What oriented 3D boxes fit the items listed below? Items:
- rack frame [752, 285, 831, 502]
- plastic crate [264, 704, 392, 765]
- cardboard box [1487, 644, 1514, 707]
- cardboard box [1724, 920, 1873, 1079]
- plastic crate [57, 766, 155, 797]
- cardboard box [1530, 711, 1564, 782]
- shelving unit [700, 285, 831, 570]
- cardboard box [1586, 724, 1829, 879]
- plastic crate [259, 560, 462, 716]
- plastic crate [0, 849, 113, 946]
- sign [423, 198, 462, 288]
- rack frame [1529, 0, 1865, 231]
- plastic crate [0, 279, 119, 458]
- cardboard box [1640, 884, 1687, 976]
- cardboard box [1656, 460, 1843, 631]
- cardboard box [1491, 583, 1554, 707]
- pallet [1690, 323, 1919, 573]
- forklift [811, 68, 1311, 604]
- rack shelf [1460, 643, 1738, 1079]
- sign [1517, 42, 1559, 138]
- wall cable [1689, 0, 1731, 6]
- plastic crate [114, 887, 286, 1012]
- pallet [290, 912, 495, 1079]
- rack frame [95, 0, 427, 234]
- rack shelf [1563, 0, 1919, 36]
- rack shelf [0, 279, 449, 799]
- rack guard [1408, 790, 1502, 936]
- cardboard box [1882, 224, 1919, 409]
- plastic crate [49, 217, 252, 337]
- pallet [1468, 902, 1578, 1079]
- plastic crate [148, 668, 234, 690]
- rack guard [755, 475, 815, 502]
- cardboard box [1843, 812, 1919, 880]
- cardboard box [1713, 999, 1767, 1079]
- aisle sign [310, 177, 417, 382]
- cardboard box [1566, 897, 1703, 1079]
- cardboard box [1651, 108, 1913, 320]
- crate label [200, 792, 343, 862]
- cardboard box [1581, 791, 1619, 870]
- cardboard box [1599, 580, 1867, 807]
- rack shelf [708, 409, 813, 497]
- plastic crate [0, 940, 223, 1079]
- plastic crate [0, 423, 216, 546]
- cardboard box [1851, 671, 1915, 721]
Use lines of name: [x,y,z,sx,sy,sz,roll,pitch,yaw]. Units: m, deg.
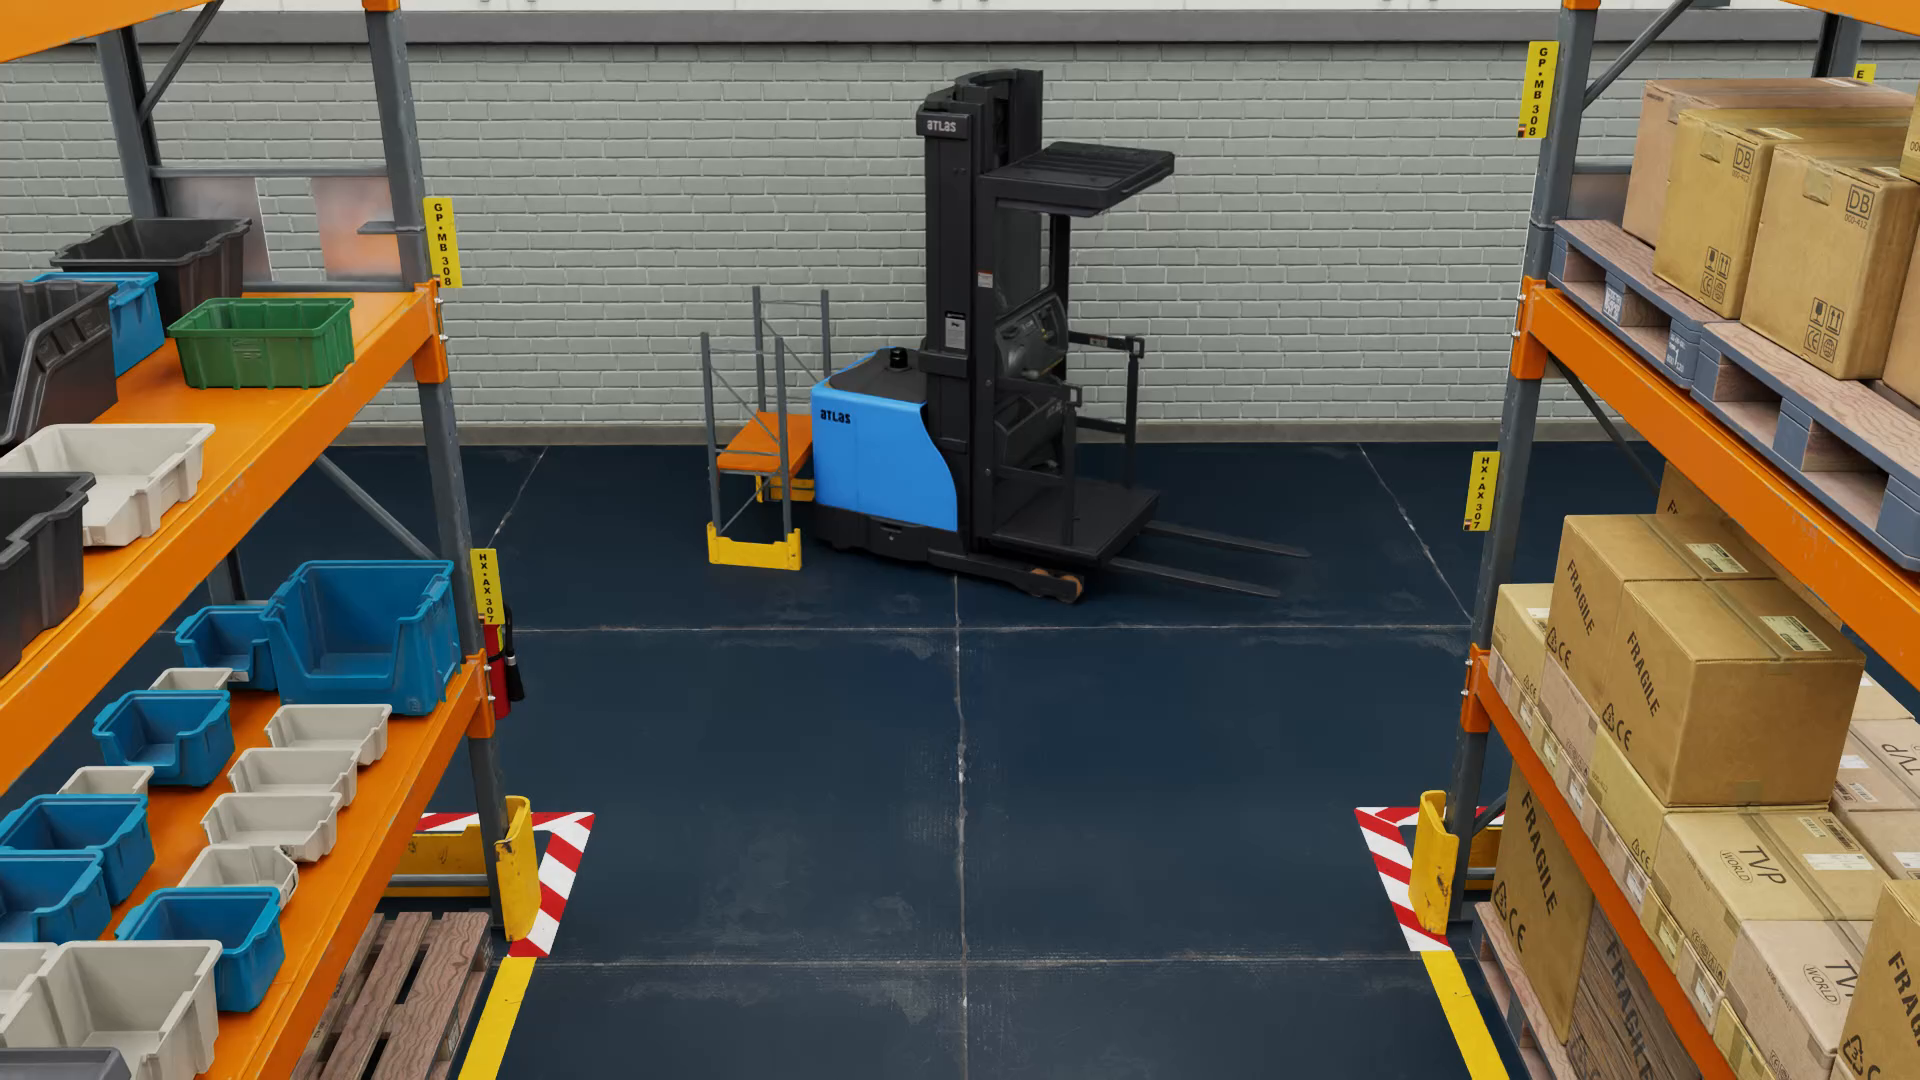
rack frame: [-1.093,-0.937,11.002,0.500,1.500,0.032,5,25,10]
plastic crate: [-2.208,0.695,5.820,0.396,0.136,0.243,0,24,-1]
cardboard box: [2.228,0.507,6.293,0.380,0.149,0.250,0,24,0]
cardboard box: [2.317,1.222,4.230,0.500,0.250,0.500,0,24,1]
plastic crate: [-2.797,0.875,5.422,0.250,0.136,0.298,0,24,-1]
cardboard box: [2.236,0.718,5.826,0.380,0.149,0.250,-1,24,-2]
shelving unit: [-1.188,-0.735,10.556,0.587,1.500,1.083,5,25,10]
cardboard box: [2.304,0.798,5.166,0.500,0.250,0.500,-1,24,-2]
plastic crate: [-2.208,0.361,6.196,0.616,0.435,0.499,0,24,-1]
plastic crate: [-2.707,1.086,4.840,0.416,0.233,0.300,0,24,-1]
sign: [-1.849,-1.061,5.943,0.100,0.325,0.005,0,24,-1]
rack frame: [2.554,-2.488,5.332,1.000,3.000,0.127,0,24,-1]
plastic crate: [-2.657,-0.440,4.519,0.504,0.338,0.767,0,24,-1]
cardboard box: [2.246,1.141,4.892,0.380,0.149,0.250,-1,24,-2]
cardboard box: [2.822,0.036,5.942,0.500,0.500,0.500,0,24,0]
cardboard box: [2.290,0.377,6.098,0.500,0.250,0.500,-1,24,-2]
pallet: [2.589,-0.272,4.178,1.003,0.211,1.213,0,24,-1]
forklift: [0.614,-1.207,9.861,3.031,2.935,1.130,12,27,24]
rack shelf: [2.576,1.397,4.894,1.077,0.370,4.000,0,24,-1]
sign: [1.999,-1.556,5.754,0.100,0.325,0.005,0,24,-1]
wall cable: [5.939,-6.300,9.855,2.277,5.999,0.120,0,24,-1]
plastic crate: [-2.120,1.161,4.673,0.416,0.233,0.300,0,24,-1]
pallet: [-2.428,1.878,6.342,1.003,0.211,1.213,0,24,-1]
rack frame: [-2.398,-2.466,5.283,1.000,3.000,0.127,0,24,-1]
rack shelf: [2.576,-1.154,3.740,1.077,0.370,4.000,0,24,-1]
rack shelf: [-2.377,0.052,4.227,1.077,0.370,4.000,0,24,-1]
rack guard: [2.554,1.374,7.105,1.175,0.500,0.348,0,24,-1]
cardboard box: [2.664,-0.516,3.858,0.700,0.500,0.500,1,24,2]
plastic crate: [-2.673,-0.880,5.574,0.497,0.269,0.590,0,24,-1]
pallet: [2.641,1.845,6.415,1.003,0.211,1.213,0,24,-1]
plastic crate: [-2.804,0.596,6.040,0.250,0.136,0.298,0,24,-1]
rack guard: [-1.093,-0.367,11.259,0.587,0.250,0.087,5,25,10]
cardboard box: [2.845,1.010,4.699,0.500,0.250,0.500,0,24,0]
cardboard box: [2.253,1.354,4.421,0.380,0.149,0.250,-1,24,-1]
aisle sign: [-2.106,-0.948,6.052,0.394,0.787,0.004,0,24,-1]
cardboard box: [2.651,1.660,5.508,0.875,0.875,0.875,0,24,-1]
cardboard box: [2.499,-0.958,4.835,0.700,0.500,0.500,-1,24,-2]
crate label: [-2.192,0.929,5.302,0.396,0.136,0.243,0,24,-1]
cardboard box: [2.241,0.931,5.357,0.380,0.149,0.250,-1,24,-2]
cardboard box: [2.307,0.455,5.016,0.500,0.500,0.500,-1,24,-2]
rack shelf: [-1.189,-0.568,10.622,0.538,0.185,1.000,5,25,10]
plastic crate: [-2.187,1.312,4.280,0.437,0.282,0.530,0,24,-1]
plastic crate: [-2.128,-0.129,4.075,0.437,0.136,0.530,0,24,-1]
cardboard box: [2.830,0.585,5.637,0.500,0.250,0.500,-1,24,-1]
